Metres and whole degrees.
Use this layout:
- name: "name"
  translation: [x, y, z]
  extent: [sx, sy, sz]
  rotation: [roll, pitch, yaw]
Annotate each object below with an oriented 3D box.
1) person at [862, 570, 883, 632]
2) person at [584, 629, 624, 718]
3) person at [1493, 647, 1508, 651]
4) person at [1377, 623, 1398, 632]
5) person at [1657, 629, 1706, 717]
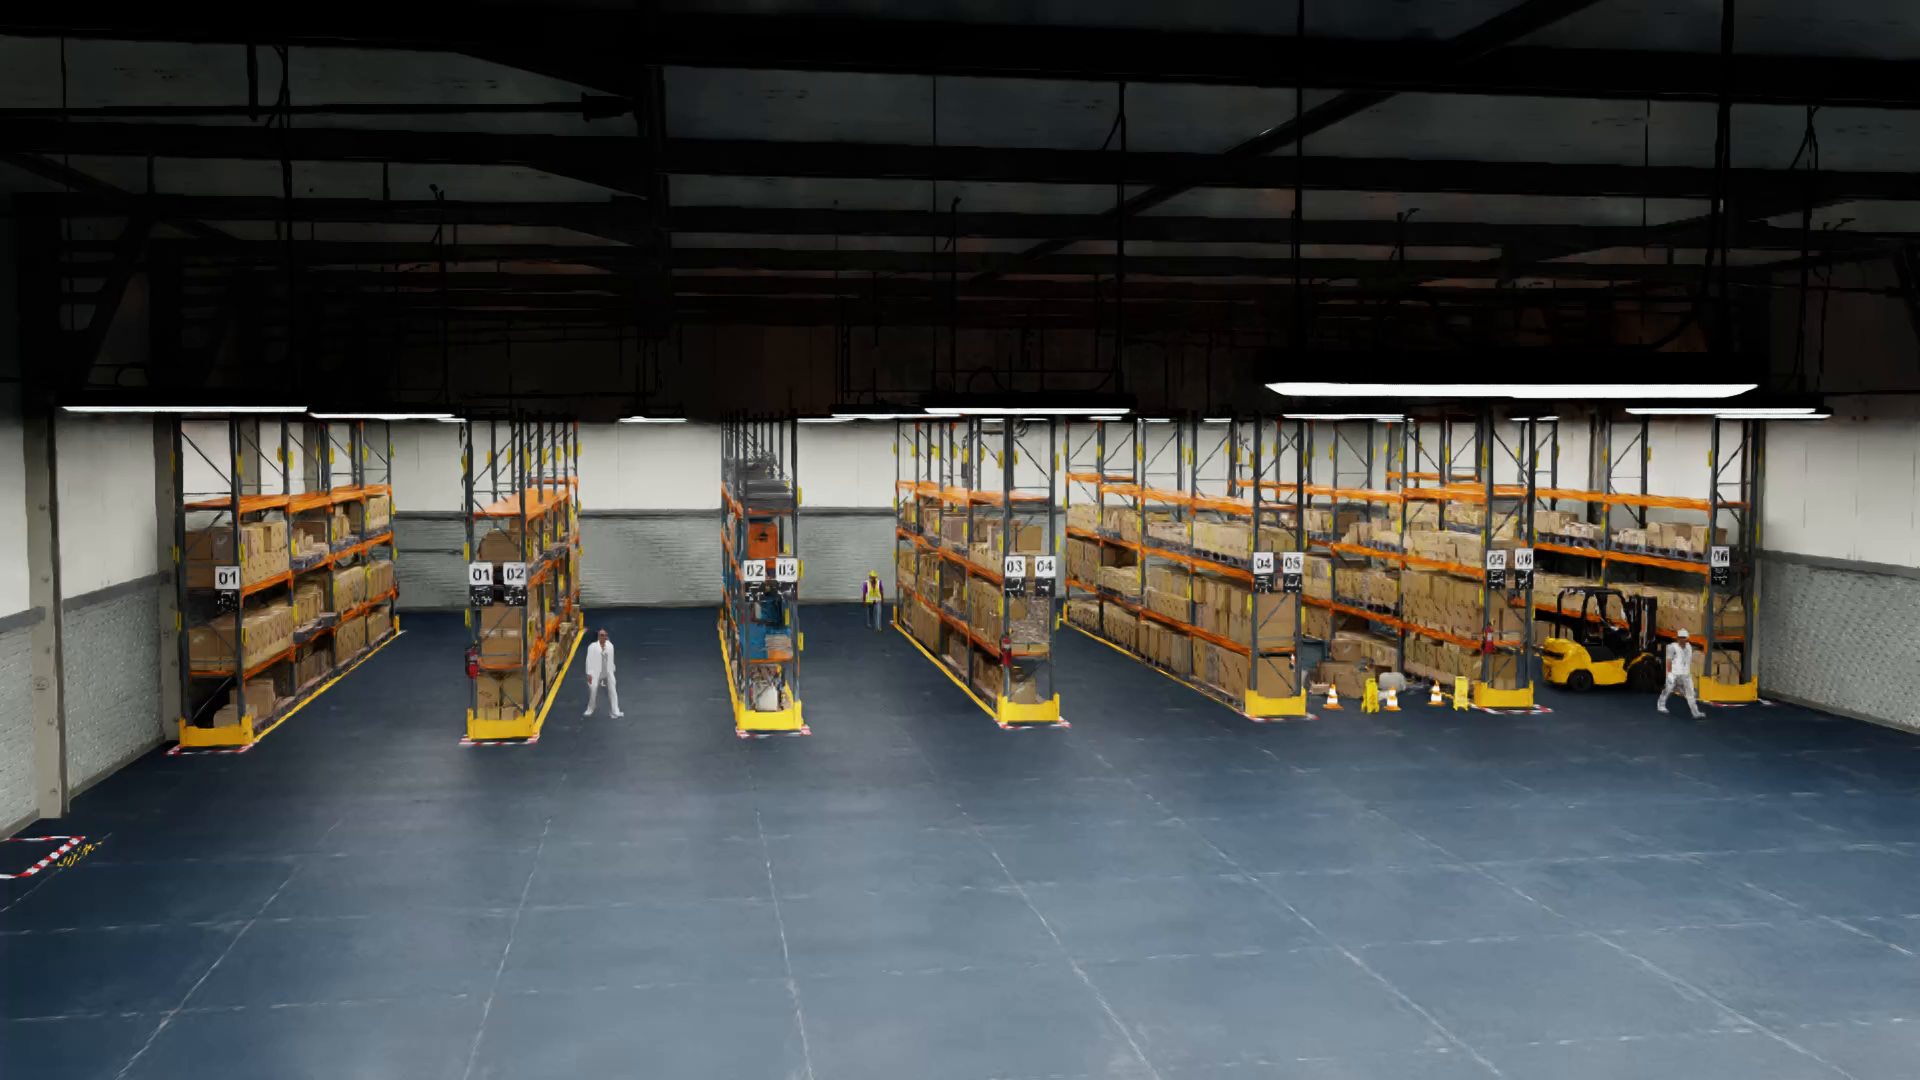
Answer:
- name: "person"
  translation: [-2.401, 1.674, 45.812]
  extent: [0.577, 1.691, 1.121]
  rotation: [0, 4, -7]
- name: "person"
  translation: [-6.988, 2.599, 32.446]
  extent: [0.623, 1.735, 1.033]
  rotation: [-3, 5, -32]
- name: "person"
  translation: [12.045, 2.213, 37.327]
  extent: [0.636, 1.775, 0.675]
  rotation: [2, 4, 23]
- name: "person"
  translation: [11.790, 1.637, 45.747]
  extent: [0.588, 1.763, 0.685]
  rotation: [1, 4, 12]
- name: "person"
  translation: [14.088, 2.583, 32.508]
  extent: [0.569, 1.702, 1.114]
  rotation: [-1, 4, -12]
